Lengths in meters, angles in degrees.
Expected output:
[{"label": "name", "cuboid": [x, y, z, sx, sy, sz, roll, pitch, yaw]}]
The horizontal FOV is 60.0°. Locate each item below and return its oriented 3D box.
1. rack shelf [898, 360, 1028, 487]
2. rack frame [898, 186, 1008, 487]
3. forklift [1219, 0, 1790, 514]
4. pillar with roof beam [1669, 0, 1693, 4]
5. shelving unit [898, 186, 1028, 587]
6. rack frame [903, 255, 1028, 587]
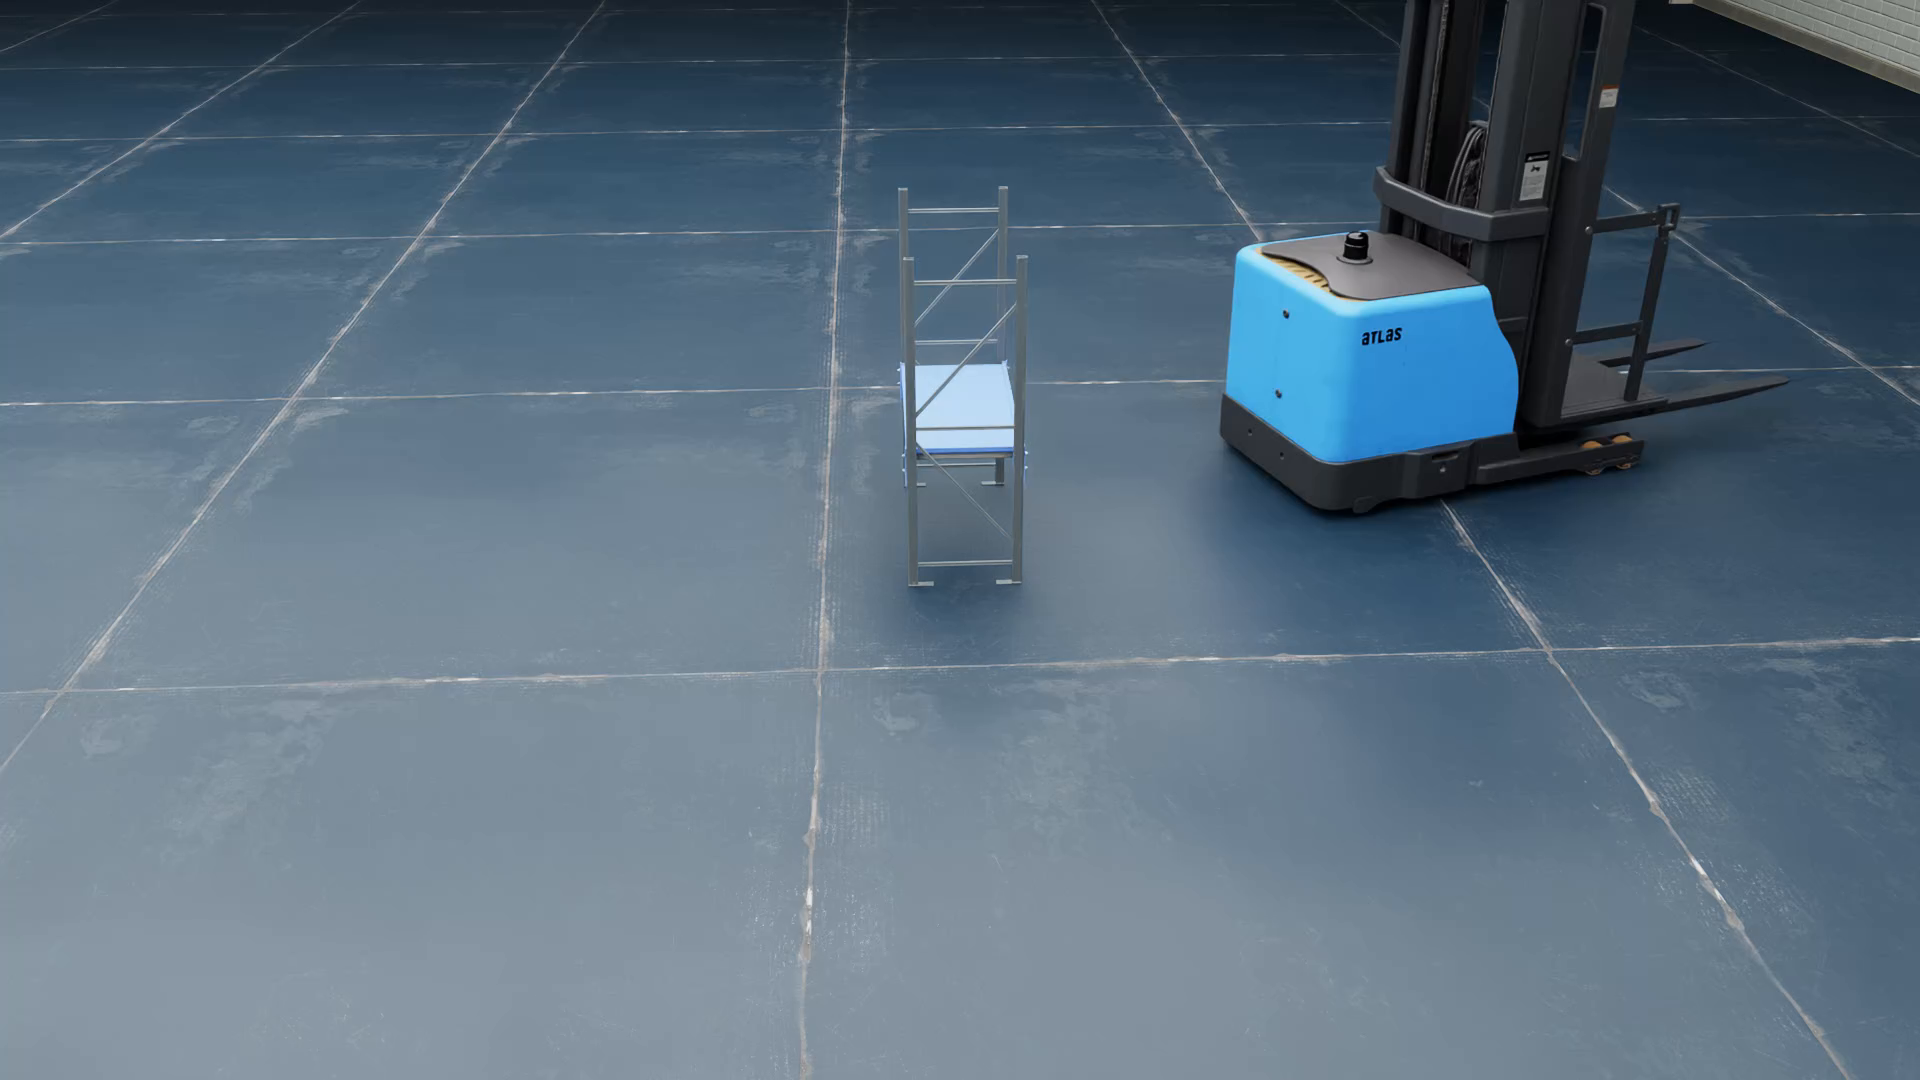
[{"label": "rack shelf", "cuboid": [-0.004, -0.545, 7.562, 0.538, 0.185, 1.000, -1, 28, -3]}, {"label": "rack frame", "cuboid": [-0.031, -0.939, 7.929, 0.500, 1.500, 0.032, -1, 28, -3]}, {"label": "forklift", "cuboid": [2.919, -1.844, 8.115, 3.031, 2.935, 1.130, -10, 29, -19]}, {"label": "pillar with roof beam", "cuboid": [4.520, -10.532, 18.211, 9.100, 9.000, 0.400, -1, 28, -3]}, {"label": "shelving unit", "cuboid": [-0.004, -0.704, 7.479, 0.538, 1.500, 1.048, -1, 28, -3]}, {"label": "rack frame", "cuboid": [0.022, -0.470, 7.029, 0.500, 1.500, 0.032, -1, 28, -3]}]
